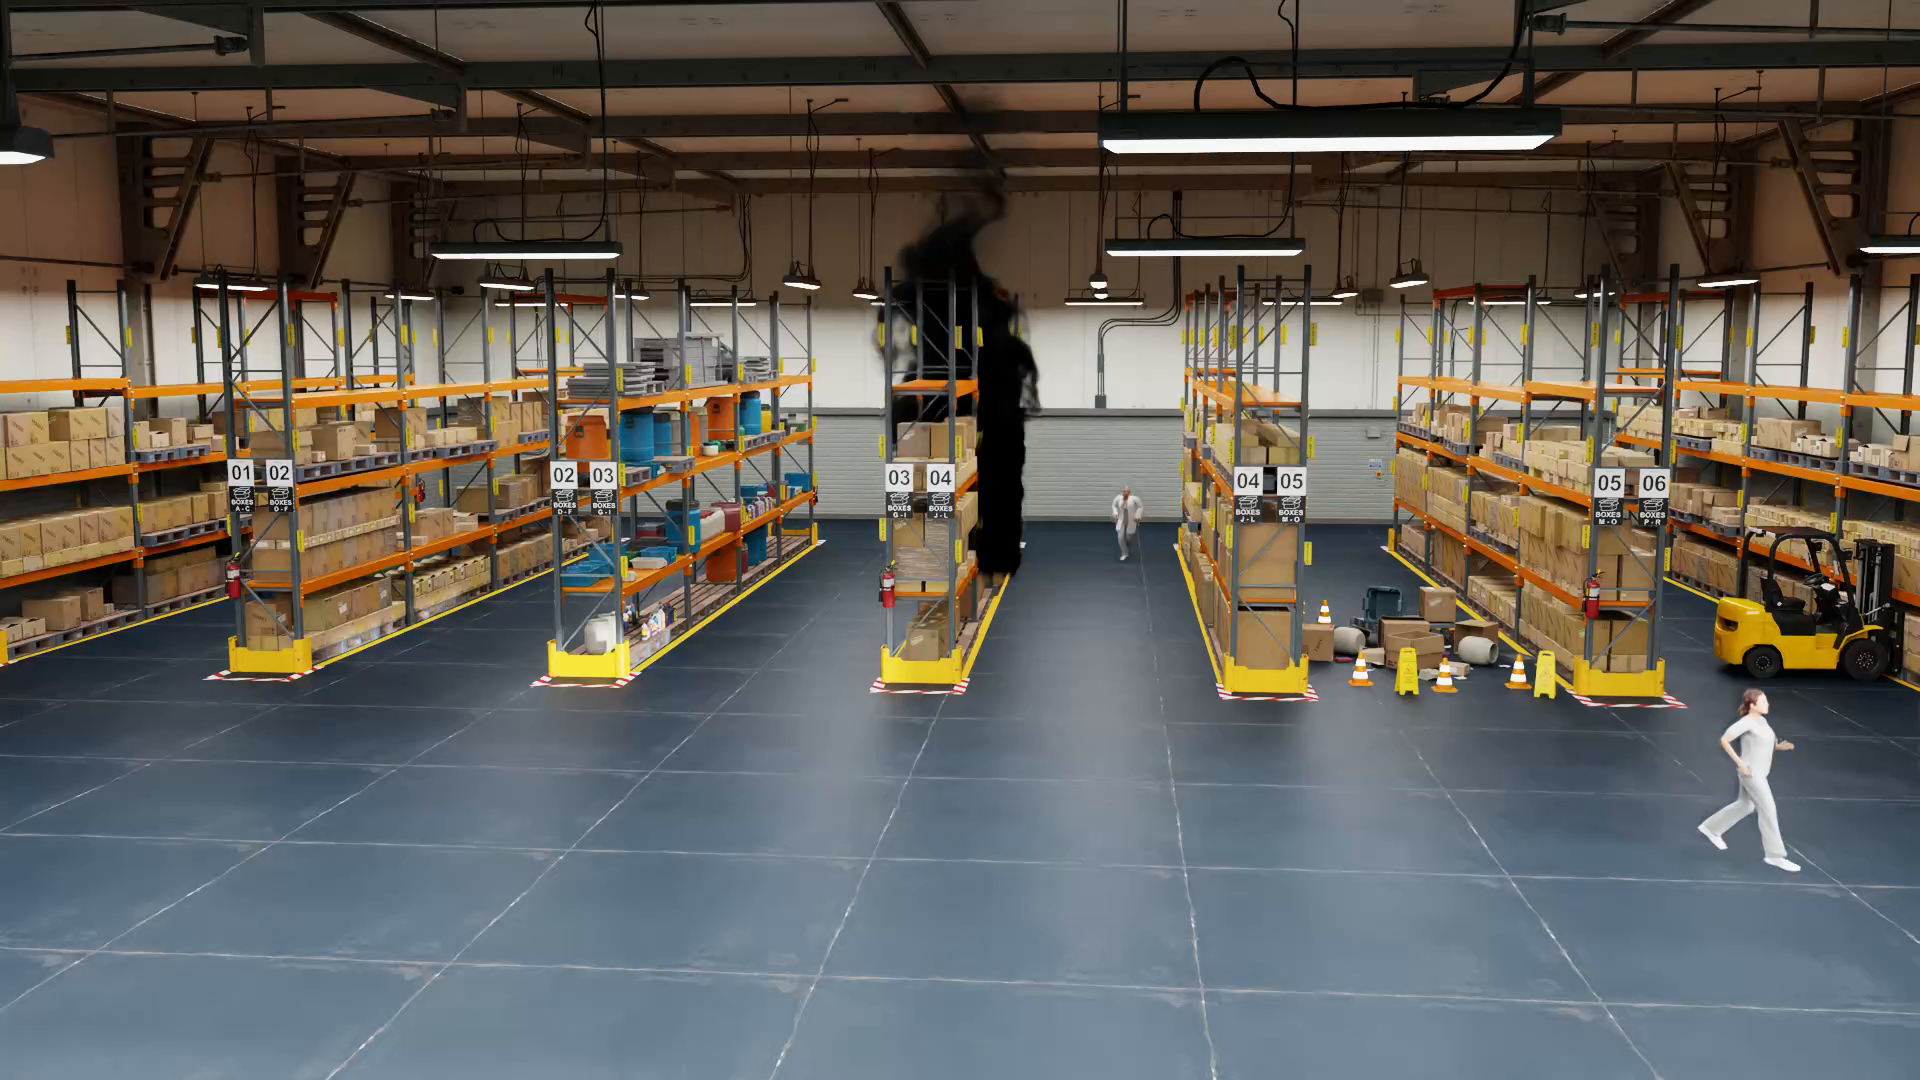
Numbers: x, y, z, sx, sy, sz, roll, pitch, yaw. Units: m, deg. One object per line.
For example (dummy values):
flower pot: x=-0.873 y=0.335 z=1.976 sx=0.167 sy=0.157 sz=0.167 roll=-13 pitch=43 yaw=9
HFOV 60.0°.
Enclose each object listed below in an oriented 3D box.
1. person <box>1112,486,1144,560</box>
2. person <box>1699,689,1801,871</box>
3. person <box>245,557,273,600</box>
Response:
person: x=3.817 y=-0.392 z=37.726 sx=0.727 sy=1.724 sz=0.922 roll=2 pitch=7 yaw=17
person: x=7.537 y=2.235 z=15.819 sx=0.960 sy=1.665 sz=0.560 roll=6 pitch=9 yaw=42
person: x=-11.646 y=0.825 z=27.794 sx=0.540 sy=1.597 sz=0.879 roll=0 pitch=7 yaw=-2
